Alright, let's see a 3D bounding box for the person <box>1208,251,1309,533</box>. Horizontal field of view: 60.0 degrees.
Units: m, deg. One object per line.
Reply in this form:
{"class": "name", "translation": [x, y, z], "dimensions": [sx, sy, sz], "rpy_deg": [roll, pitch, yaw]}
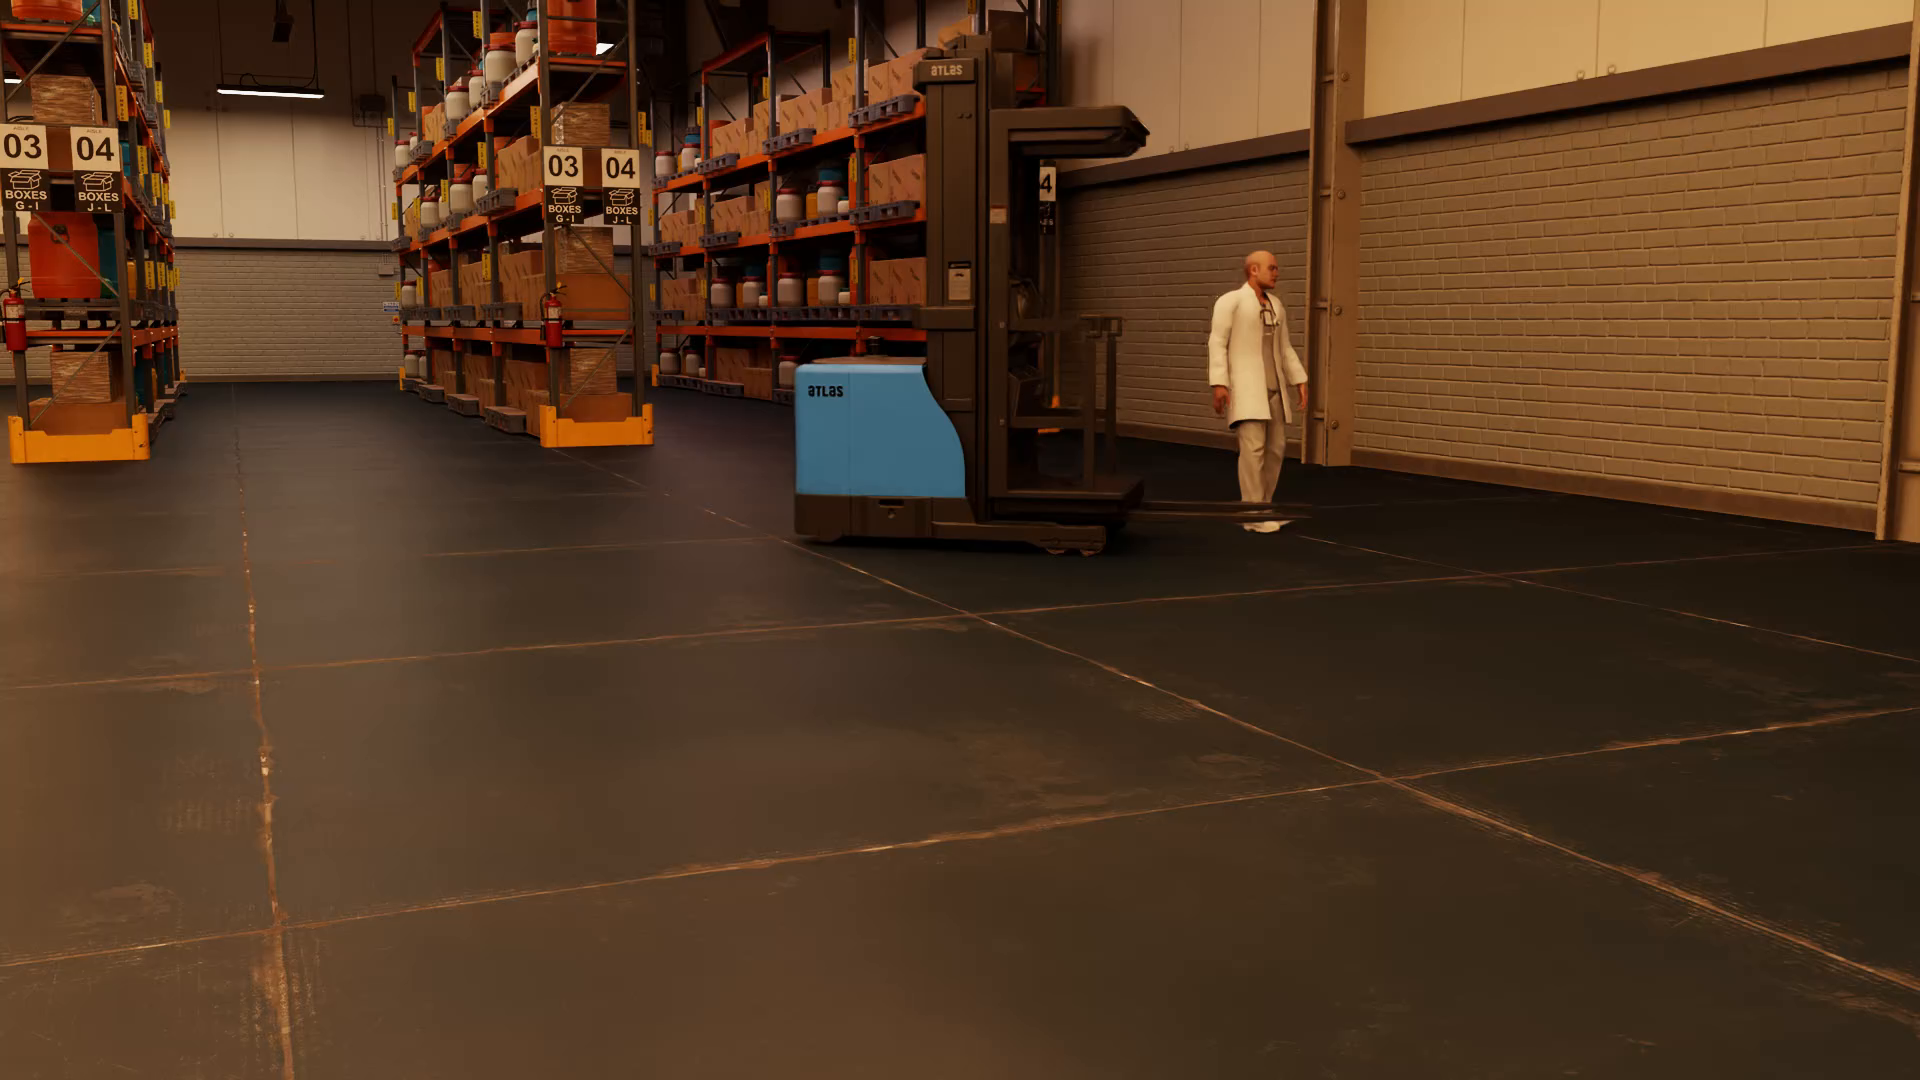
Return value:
{"class": "person", "translation": [1.982, -0.953, 10.613], "dimensions": [0.758, 1.769, 0.572], "rpy_deg": [-6, 9, -36]}

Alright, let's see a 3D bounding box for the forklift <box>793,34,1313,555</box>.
{"class": "forklift", "translation": [0.579, -1.441, 9.868], "dimensions": [3.031, 2.935, 1.130], "rpy_deg": [2, 8, 12]}
